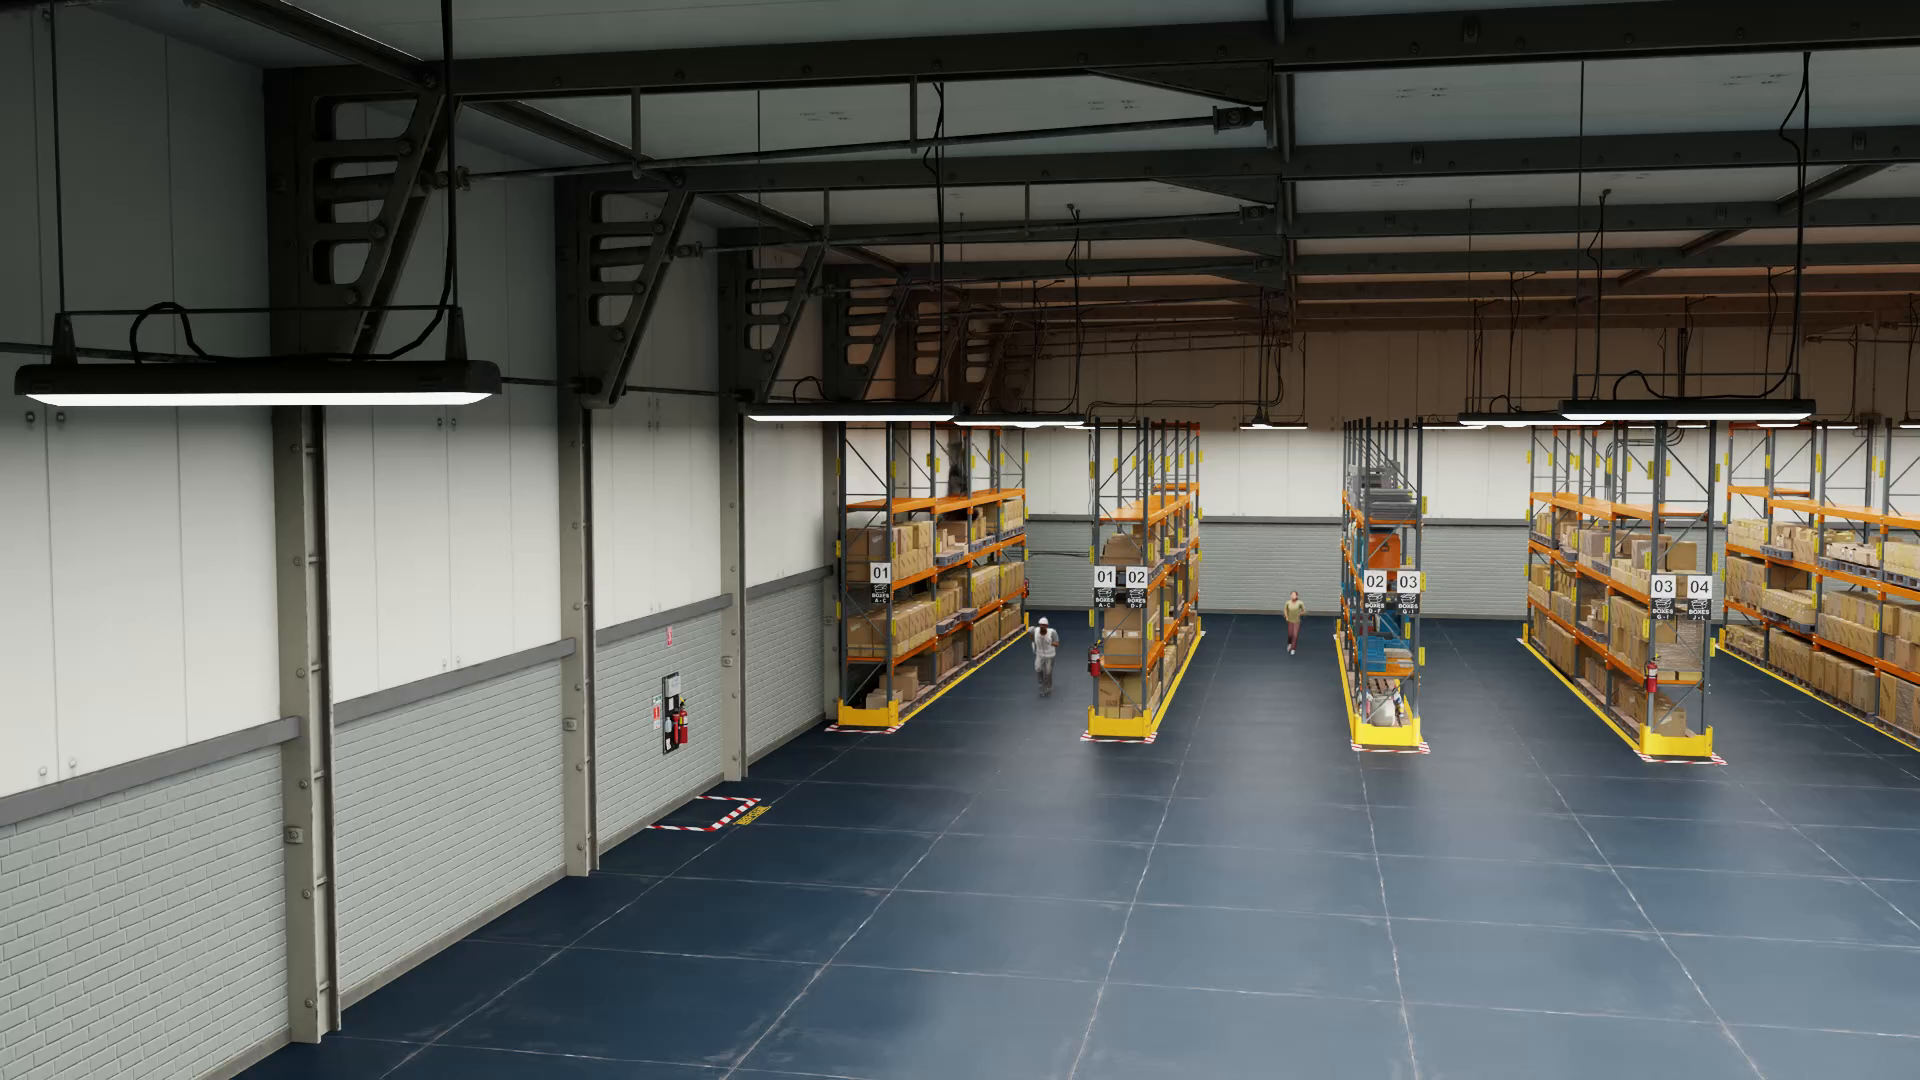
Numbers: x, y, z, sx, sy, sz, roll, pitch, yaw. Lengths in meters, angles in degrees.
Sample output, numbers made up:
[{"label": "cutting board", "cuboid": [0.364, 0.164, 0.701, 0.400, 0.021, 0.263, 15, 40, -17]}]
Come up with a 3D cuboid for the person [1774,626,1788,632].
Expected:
[{"label": "person", "cuboid": [22.086, 2.014, 44.744, 0.610, 1.634, 0.500, -3, 5, -38]}]

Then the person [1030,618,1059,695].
[{"label": "person", "cuboid": [1.819, 2.510, 35.913, 0.663, 1.696, 0.890, 1, 4, 10]}]

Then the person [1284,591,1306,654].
[{"label": "person", "cuboid": [8.612, 2.128, 42.821, 0.565, 1.637, 0.542, 1, 4, 17]}]
